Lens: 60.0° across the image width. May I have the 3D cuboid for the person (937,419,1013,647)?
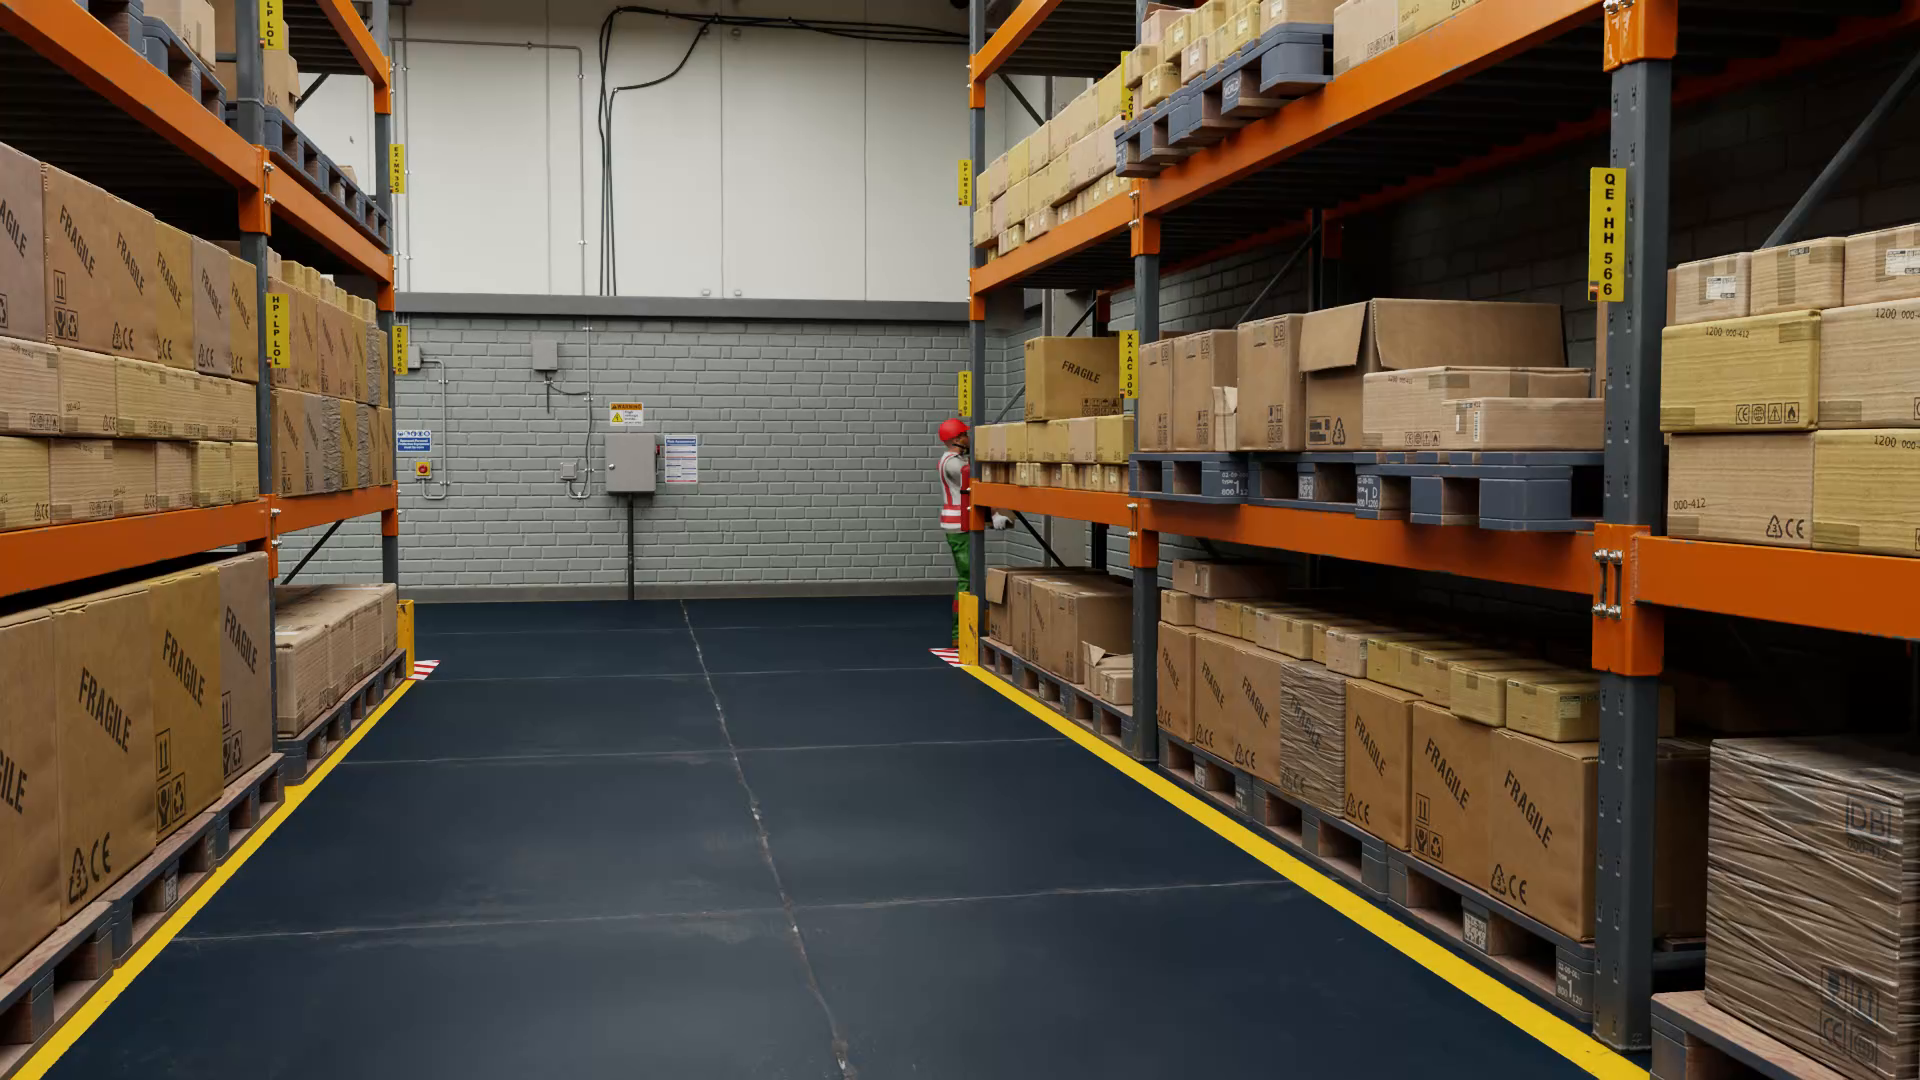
[{"bbox_3d":[0.113,-0.062,13.088,0.564,1.782,0.494,0,3,-8],"label":"person"}]
